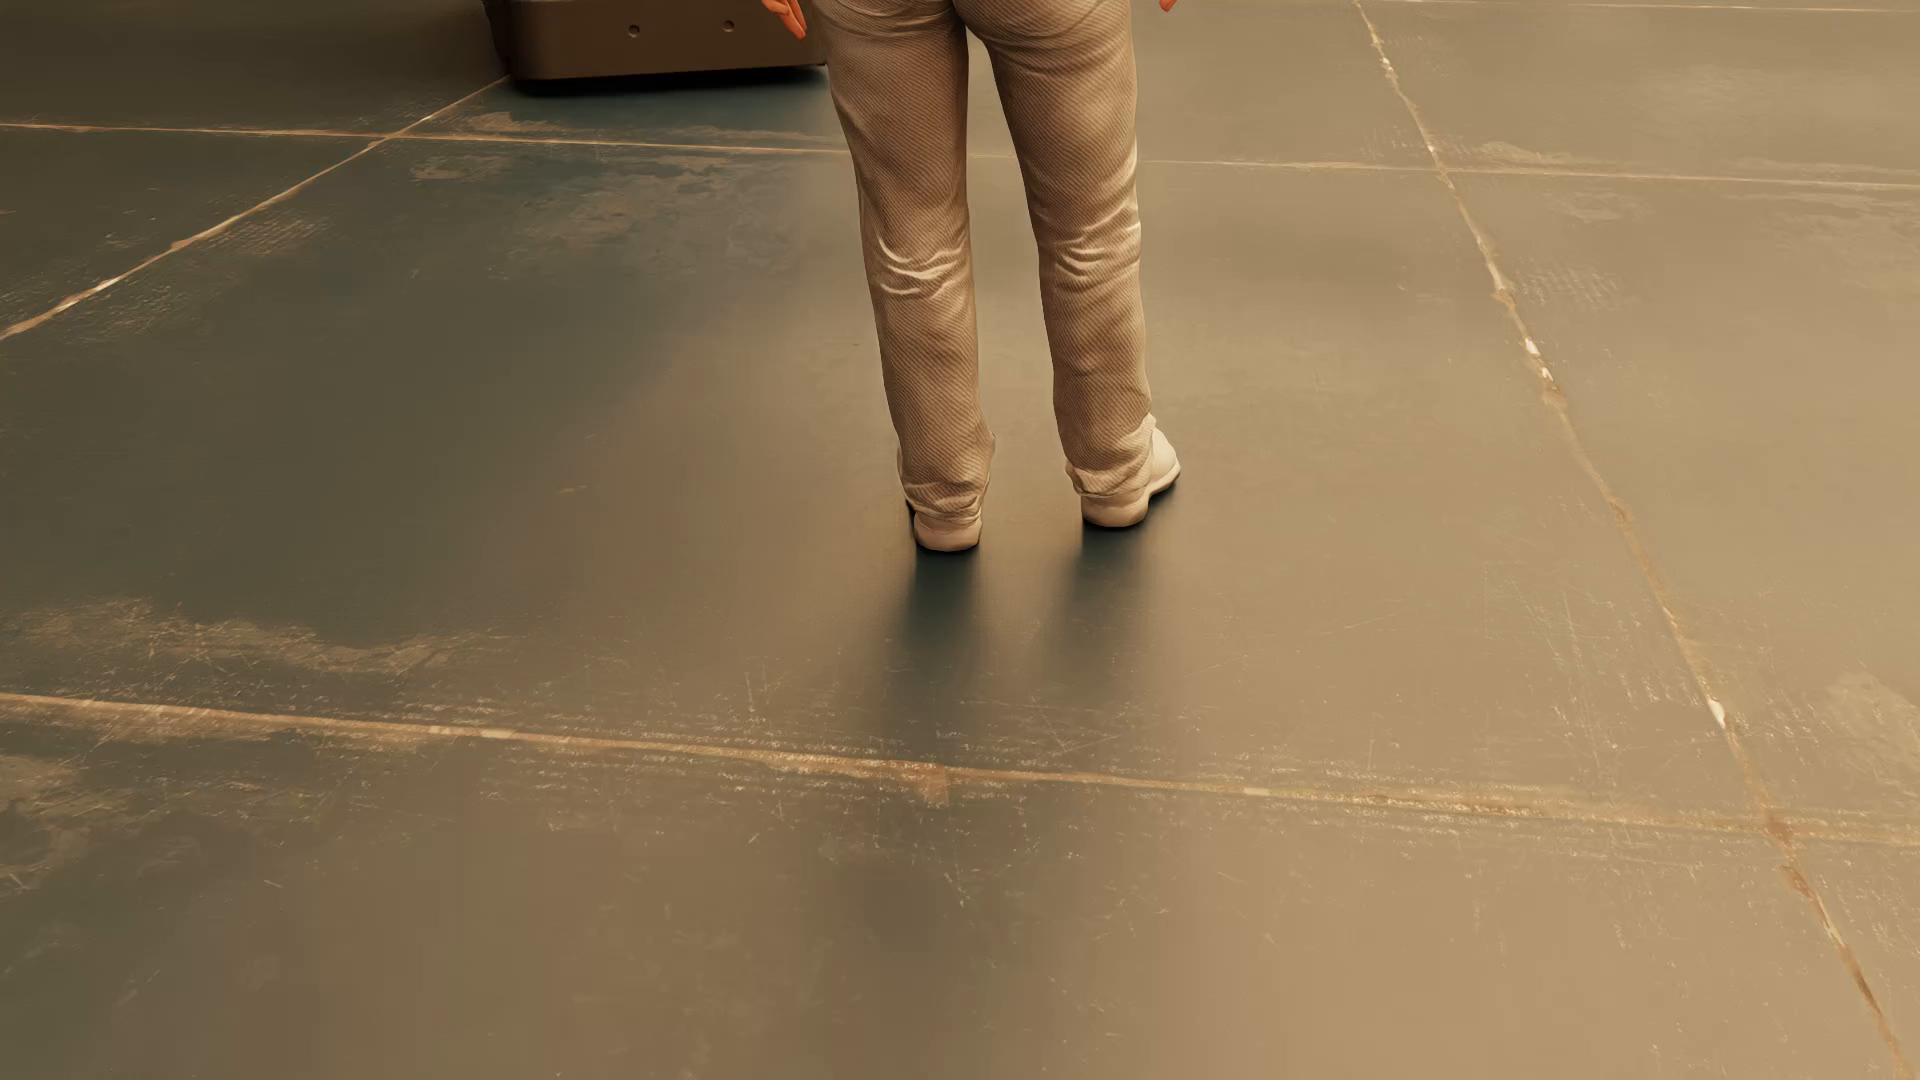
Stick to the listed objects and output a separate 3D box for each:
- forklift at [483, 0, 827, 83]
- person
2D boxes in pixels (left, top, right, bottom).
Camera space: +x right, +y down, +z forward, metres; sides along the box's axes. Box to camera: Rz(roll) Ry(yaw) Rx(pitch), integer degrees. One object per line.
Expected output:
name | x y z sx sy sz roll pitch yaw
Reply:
forklift | -1.323 -3.403 6.038 1.130 2.935 3.031 -8 28 -15
person | 0.017 -0.827 2.154 0.632 1.773 0.568 3 27 7
